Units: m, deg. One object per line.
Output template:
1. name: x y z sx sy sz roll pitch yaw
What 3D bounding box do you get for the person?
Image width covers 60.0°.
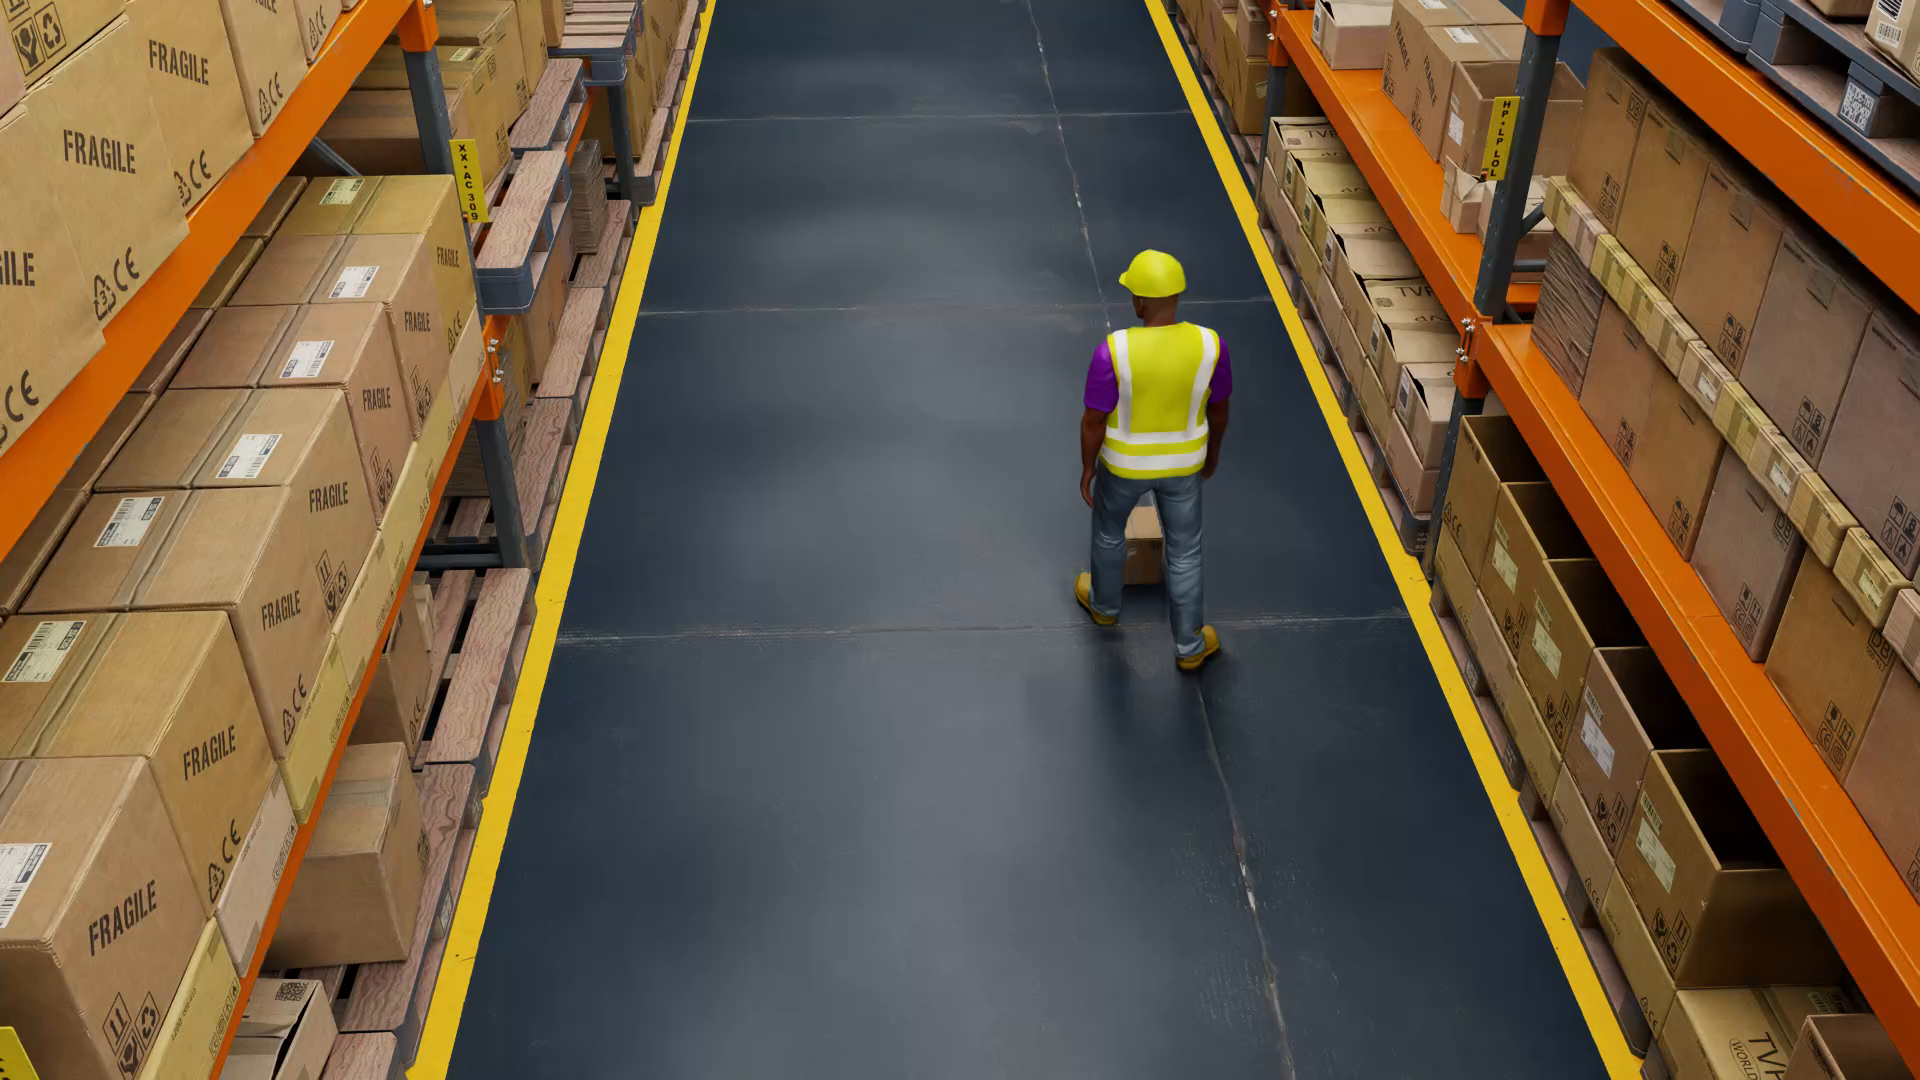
1. person: 0.773 -0.331 6.614 0.622 1.758 0.644 -2 35 -3
